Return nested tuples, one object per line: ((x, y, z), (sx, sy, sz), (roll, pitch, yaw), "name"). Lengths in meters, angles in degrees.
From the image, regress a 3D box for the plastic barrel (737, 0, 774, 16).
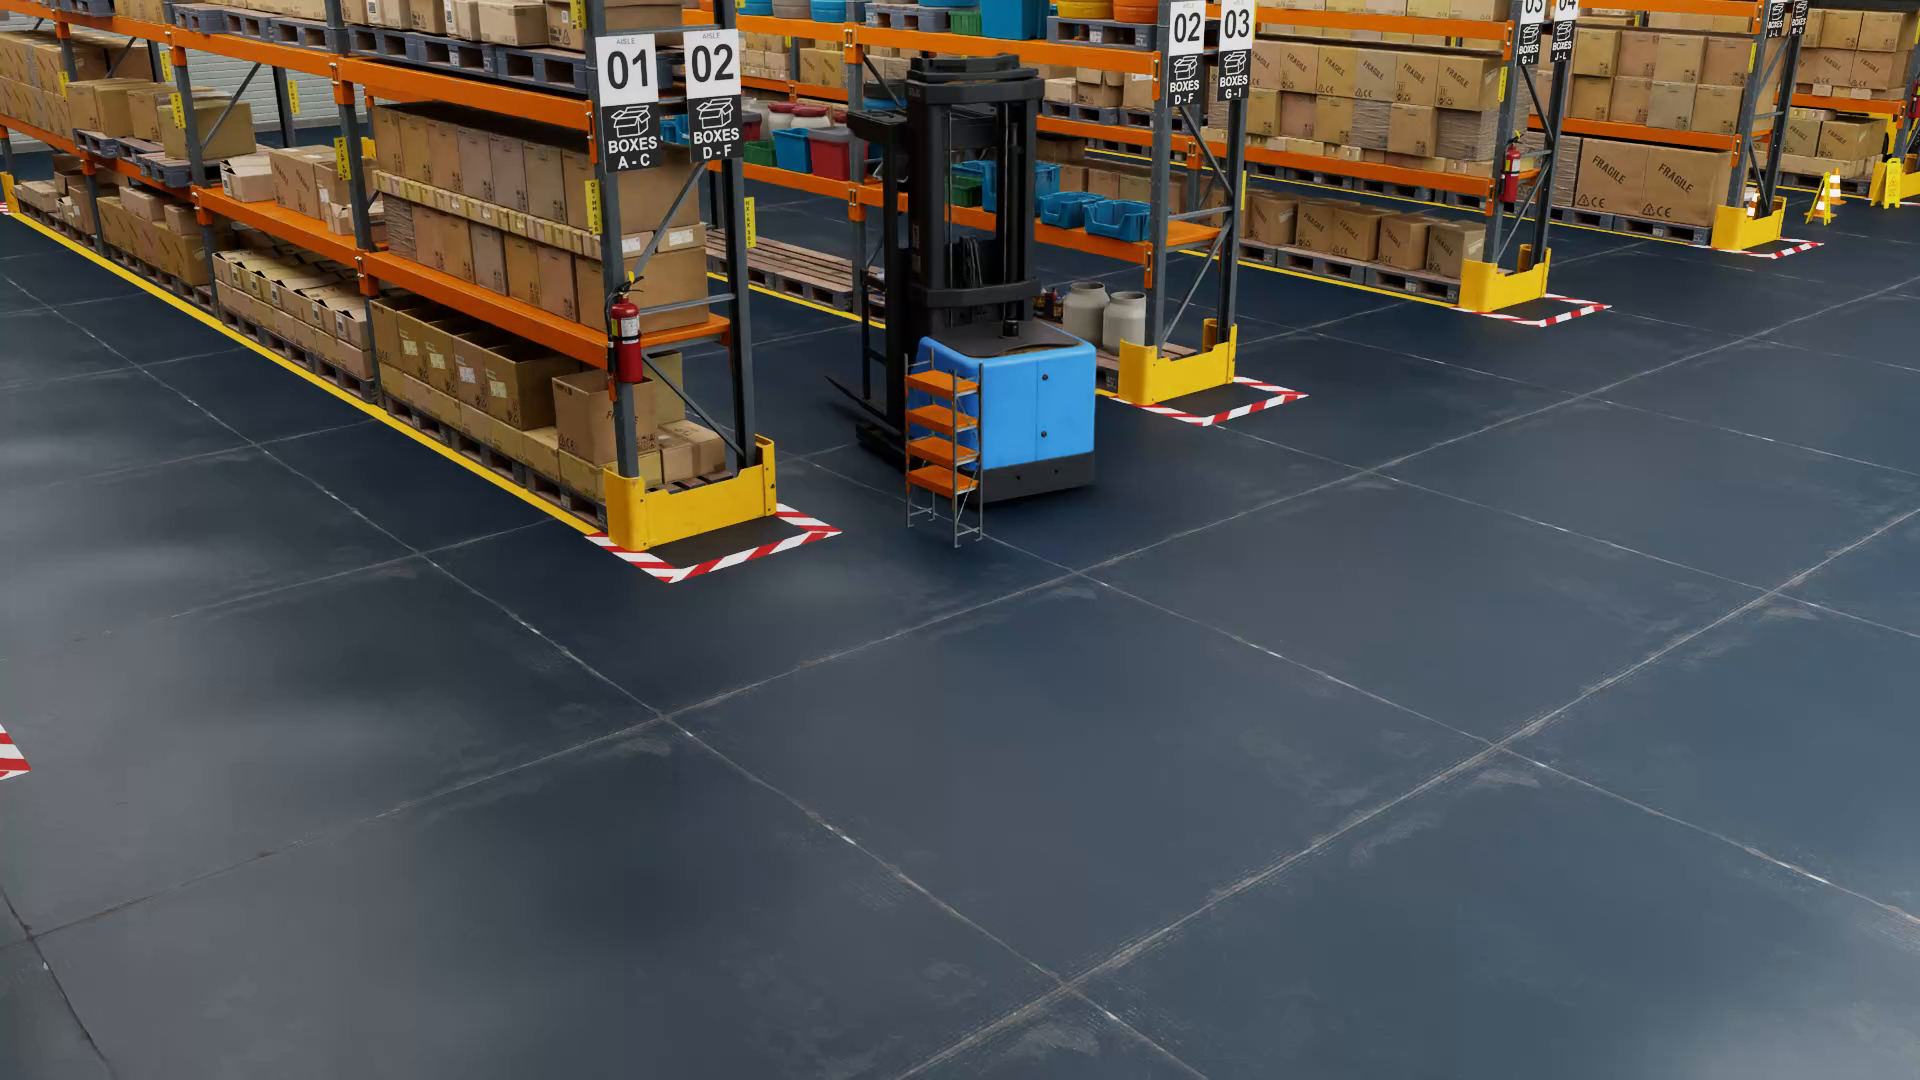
((-2.014, -5.867, 17.051), (0.600, 0.901, 0.708), (-17, 27, -37), "plastic barrel")

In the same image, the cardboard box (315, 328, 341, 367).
((-5.238, -1.710, 14.431), (0.500, 0.250, 0.500), (-18, 28, -38), "cardboard box")

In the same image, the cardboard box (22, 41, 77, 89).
((-10.833, -5.690, 19.889), (0.500, 0.500, 0.500), (-17, 27, -37), "cardboard box")

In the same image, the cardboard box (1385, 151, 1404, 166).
((4.708, -4.051, 17.559), (0.380, 0.149, 0.250), (-17, 27, -37), "cardboard box")

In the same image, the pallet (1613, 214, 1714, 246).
((8.941, -3.918, 20.697), (1.003, 0.211, 1.213), (-17, 27, -37), "pallet")

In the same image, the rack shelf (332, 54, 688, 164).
((-3.114, -3.118, 11.706), (1.077, 0.370, 4.000), (-17, 27, -37), "rack shelf")

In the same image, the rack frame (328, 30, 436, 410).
((-4.419, -2.609, 13.532), (1.000, 3.000, 0.127), (-17, 27, -37), "rack frame")

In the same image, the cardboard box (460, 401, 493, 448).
((-3.370, -0.908, 12.385), (0.500, 0.250, 0.500), (-17, 27, -37), "cardboard box")

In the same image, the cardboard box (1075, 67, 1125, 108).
((1.887, -5.667, 20.622), (0.797, 0.503, 0.637), (-14, 26, -32), "cardboard box")

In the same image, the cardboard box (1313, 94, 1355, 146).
((4.332, -4.604, 18.080), (0.875, 0.500, 0.500), (-17, 27, -37), "cardboard box")

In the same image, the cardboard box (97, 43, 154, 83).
((-9.736, -5.529, 19.478), (0.500, 0.500, 0.500), (-17, 27, -36), "cardboard box")

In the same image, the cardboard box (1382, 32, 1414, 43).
((6.246, -6.909, 23.002), (0.700, 0.500, 0.500), (-18, 28, -38), "cardboard box")

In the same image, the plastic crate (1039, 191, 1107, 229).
((0.974, -2.861, 14.378), (0.499, 0.251, 0.408), (-17, 27, -37), "plastic crate")

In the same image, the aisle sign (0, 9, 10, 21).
((-12.519, -7.084, 21.392), (0.394, 0.787, 0.004), (-17, 27, -37), "aisle sign")

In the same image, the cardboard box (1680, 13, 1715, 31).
((11.035, -7.656, 24.503), (0.700, 0.500, 0.500), (-17, 27, -37), "cardboard box")

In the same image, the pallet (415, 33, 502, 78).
((-3.051, -3.398, 11.555), (1.003, 0.211, 1.213), (-17, 27, -37), "pallet")

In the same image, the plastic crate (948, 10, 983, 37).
((0.159, -4.584, 14.753), (0.336, 0.188, 0.450), (-17, 27, -37), "plastic crate")

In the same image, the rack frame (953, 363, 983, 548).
((0.051, -0.537, 10.710), (0.240, 1.200, 0.015), (-17, 27, -37), "rack frame")

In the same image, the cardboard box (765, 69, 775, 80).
((-2.750, -7.137, 25.437), (0.380, 0.149, 0.250), (-17, 27, -36), "cardboard box")

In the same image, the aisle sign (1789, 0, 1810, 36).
((9.796, -6.276, 19.330), (0.394, 0.787, 0.004), (-17, 27, -37), "aisle sign")

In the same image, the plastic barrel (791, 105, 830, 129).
((-1.601, -4.370, 17.841), (0.433, 0.535, 0.433), (0, 21, 0), "plastic barrel")

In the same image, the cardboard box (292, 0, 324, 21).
((-5.175, -4.455, 13.762), (0.500, 0.250, 0.500), (19, 28, 40), "cardboard box")

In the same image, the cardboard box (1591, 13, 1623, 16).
((10.179, -8.042, 26.283), (0.500, 0.500, 0.500), (-17, 27, -37), "cardboard box")

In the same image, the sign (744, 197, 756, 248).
((-1.384, -2.074, 10.871), (0.100, 0.325, 0.005), (-17, 27, -37), "sign")

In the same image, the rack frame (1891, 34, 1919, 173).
((13.207, -6.220, 22.752), (1.000, 3.000, 0.127), (-17, 27, -37), "rack frame")

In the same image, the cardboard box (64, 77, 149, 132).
((-9.501, -4.877, 18.610), (0.500, 0.500, 0.700), (12, 24, 28), "cardboard box")

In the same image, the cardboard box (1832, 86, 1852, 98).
((12.400, -6.275, 23.237), (0.380, 0.149, 0.250), (-18, 28, -38), "cardboard box")

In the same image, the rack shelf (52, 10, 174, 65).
((-8.336, -5.328, 17.349), (1.077, 0.370, 4.000), (-17, 27, -37), "rack shelf")

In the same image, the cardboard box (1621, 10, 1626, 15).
((12.270, -9.596, 30.345), (0.380, 0.149, 0.250), (-17, 27, -37), "cardboard box")

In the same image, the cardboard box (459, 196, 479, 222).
((-3.377, -2.410, 11.998), (0.380, 0.149, 0.250), (-18, 28, -38), "cardboard box")

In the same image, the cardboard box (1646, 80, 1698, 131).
((8.870, -5.322, 20.254), (0.875, 0.550, 0.550), (-17, 27, -37), "cardboard box")

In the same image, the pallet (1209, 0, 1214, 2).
((2.766, -6.471, 19.538), (1.213, 0.211, 1.003), (-17, 27, -37), "pallet")

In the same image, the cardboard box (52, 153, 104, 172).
((-11.711, -4.874, 22.139), (0.500, 0.500, 0.500), (-17, 27, -37), "cardboard box")

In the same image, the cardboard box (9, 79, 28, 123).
((-11.496, -5.505, 20.789), (0.500, 0.500, 0.500), (-18, 27, -38), "cardboard box")

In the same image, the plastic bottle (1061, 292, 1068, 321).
((0.999, -2.192, 15.604), (0.097, 0.271, 0.097), (0, 21, 0), "plastic bottle")

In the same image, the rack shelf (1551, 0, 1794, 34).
((8.217, -6.628, 20.667), (1.077, 0.370, 4.000), (-17, 27, -37), "rack shelf")

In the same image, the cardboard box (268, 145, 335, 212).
((-5.923, -3.301, 15.162), (0.500, 0.500, 0.500), (-19, 29, -40), "cardboard box")

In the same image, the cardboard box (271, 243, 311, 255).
((-6.502, -2.804, 16.457), (0.500, 0.311, 0.500), (-17, 27, -36), "cardboard box")

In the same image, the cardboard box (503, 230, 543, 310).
((-2.769, -1.965, 11.751), (0.700, 0.500, 0.500), (-17, 27, -37), "cardboard box")

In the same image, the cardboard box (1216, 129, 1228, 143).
((3.154, -4.646, 19.078), (0.380, 0.149, 0.250), (-17, 27, -37), "cardboard box")

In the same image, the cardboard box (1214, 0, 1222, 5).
((3.188, -6.108, 18.558), (0.500, 0.250, 0.500), (-19, 28, -39), "cardboard box")

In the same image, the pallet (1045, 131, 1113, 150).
((2.199, -6.816, 28.097), (1.003, 0.211, 1.213), (-17, 27, -37), "pallet")

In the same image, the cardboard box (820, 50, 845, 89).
((-1.694, -6.898, 24.345), (0.500, 0.500, 0.500), (-17, 27, -37), "cardboard box")

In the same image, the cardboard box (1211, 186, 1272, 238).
((3.319, -3.878, 19.623), (0.500, 0.500, 0.500), (-18, 28, -39), "cardboard box")

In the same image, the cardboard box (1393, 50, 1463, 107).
((4.822, -4.742, 17.061), (0.500, 0.500, 0.500), (-17, 27, -37), "cardboard box")

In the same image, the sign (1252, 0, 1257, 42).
((2.366, -4.213, 13.501), (0.100, 0.325, 0.005), (-17, 27, -37), "sign")

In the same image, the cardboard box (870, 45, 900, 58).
((-0.854, -7.155, 23.627), (0.797, 0.503, 0.637), (-16, 27, -36), "cardboard box")

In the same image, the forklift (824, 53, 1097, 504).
((-0.153, -2.109, 12.351), (1.130, 2.935, 3.031), (-10, 24, -25), "forklift")

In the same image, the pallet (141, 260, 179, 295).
((-8.281, -2.968, 18.272), (1.003, 0.211, 1.213), (-17, 27, -37), "pallet")

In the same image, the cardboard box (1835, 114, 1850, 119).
((12.529, -5.923, 24.160), (0.500, 0.500, 0.500), (-19, 28, -39), "cardboard box")

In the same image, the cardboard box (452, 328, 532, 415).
((-3.373, -1.257, 12.246), (0.500, 0.500, 0.500), (-17, 27, -37), "cardboard box")

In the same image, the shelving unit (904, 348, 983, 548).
((-0.108, -0.604, 10.882), (0.258, 1.200, 0.503), (-17, 27, -37), "shelving unit")

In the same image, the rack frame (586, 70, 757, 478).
((-1.808, -1.504, 10.711), (1.000, 3.000, 0.127), (-17, 27, -37), "rack frame")

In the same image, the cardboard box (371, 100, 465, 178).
((-4.125, -3.139, 12.968), (0.700, 0.500, 0.500), (-17, 27, -37), "cardboard box")

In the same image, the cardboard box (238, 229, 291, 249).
((-7.111, -2.949, 17.224), (0.500, 0.500, 0.500), (-16, 27, -35), "cardboard box")

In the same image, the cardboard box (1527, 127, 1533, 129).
((7.269, -5.135, 22.319), (0.875, 0.875, 0.875), (-17, 27, -37), "cardboard box")

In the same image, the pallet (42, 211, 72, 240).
((-10.889, -4.048, 21.030), (1.003, 0.211, 1.213), (-17, 27, -37), "pallet")
